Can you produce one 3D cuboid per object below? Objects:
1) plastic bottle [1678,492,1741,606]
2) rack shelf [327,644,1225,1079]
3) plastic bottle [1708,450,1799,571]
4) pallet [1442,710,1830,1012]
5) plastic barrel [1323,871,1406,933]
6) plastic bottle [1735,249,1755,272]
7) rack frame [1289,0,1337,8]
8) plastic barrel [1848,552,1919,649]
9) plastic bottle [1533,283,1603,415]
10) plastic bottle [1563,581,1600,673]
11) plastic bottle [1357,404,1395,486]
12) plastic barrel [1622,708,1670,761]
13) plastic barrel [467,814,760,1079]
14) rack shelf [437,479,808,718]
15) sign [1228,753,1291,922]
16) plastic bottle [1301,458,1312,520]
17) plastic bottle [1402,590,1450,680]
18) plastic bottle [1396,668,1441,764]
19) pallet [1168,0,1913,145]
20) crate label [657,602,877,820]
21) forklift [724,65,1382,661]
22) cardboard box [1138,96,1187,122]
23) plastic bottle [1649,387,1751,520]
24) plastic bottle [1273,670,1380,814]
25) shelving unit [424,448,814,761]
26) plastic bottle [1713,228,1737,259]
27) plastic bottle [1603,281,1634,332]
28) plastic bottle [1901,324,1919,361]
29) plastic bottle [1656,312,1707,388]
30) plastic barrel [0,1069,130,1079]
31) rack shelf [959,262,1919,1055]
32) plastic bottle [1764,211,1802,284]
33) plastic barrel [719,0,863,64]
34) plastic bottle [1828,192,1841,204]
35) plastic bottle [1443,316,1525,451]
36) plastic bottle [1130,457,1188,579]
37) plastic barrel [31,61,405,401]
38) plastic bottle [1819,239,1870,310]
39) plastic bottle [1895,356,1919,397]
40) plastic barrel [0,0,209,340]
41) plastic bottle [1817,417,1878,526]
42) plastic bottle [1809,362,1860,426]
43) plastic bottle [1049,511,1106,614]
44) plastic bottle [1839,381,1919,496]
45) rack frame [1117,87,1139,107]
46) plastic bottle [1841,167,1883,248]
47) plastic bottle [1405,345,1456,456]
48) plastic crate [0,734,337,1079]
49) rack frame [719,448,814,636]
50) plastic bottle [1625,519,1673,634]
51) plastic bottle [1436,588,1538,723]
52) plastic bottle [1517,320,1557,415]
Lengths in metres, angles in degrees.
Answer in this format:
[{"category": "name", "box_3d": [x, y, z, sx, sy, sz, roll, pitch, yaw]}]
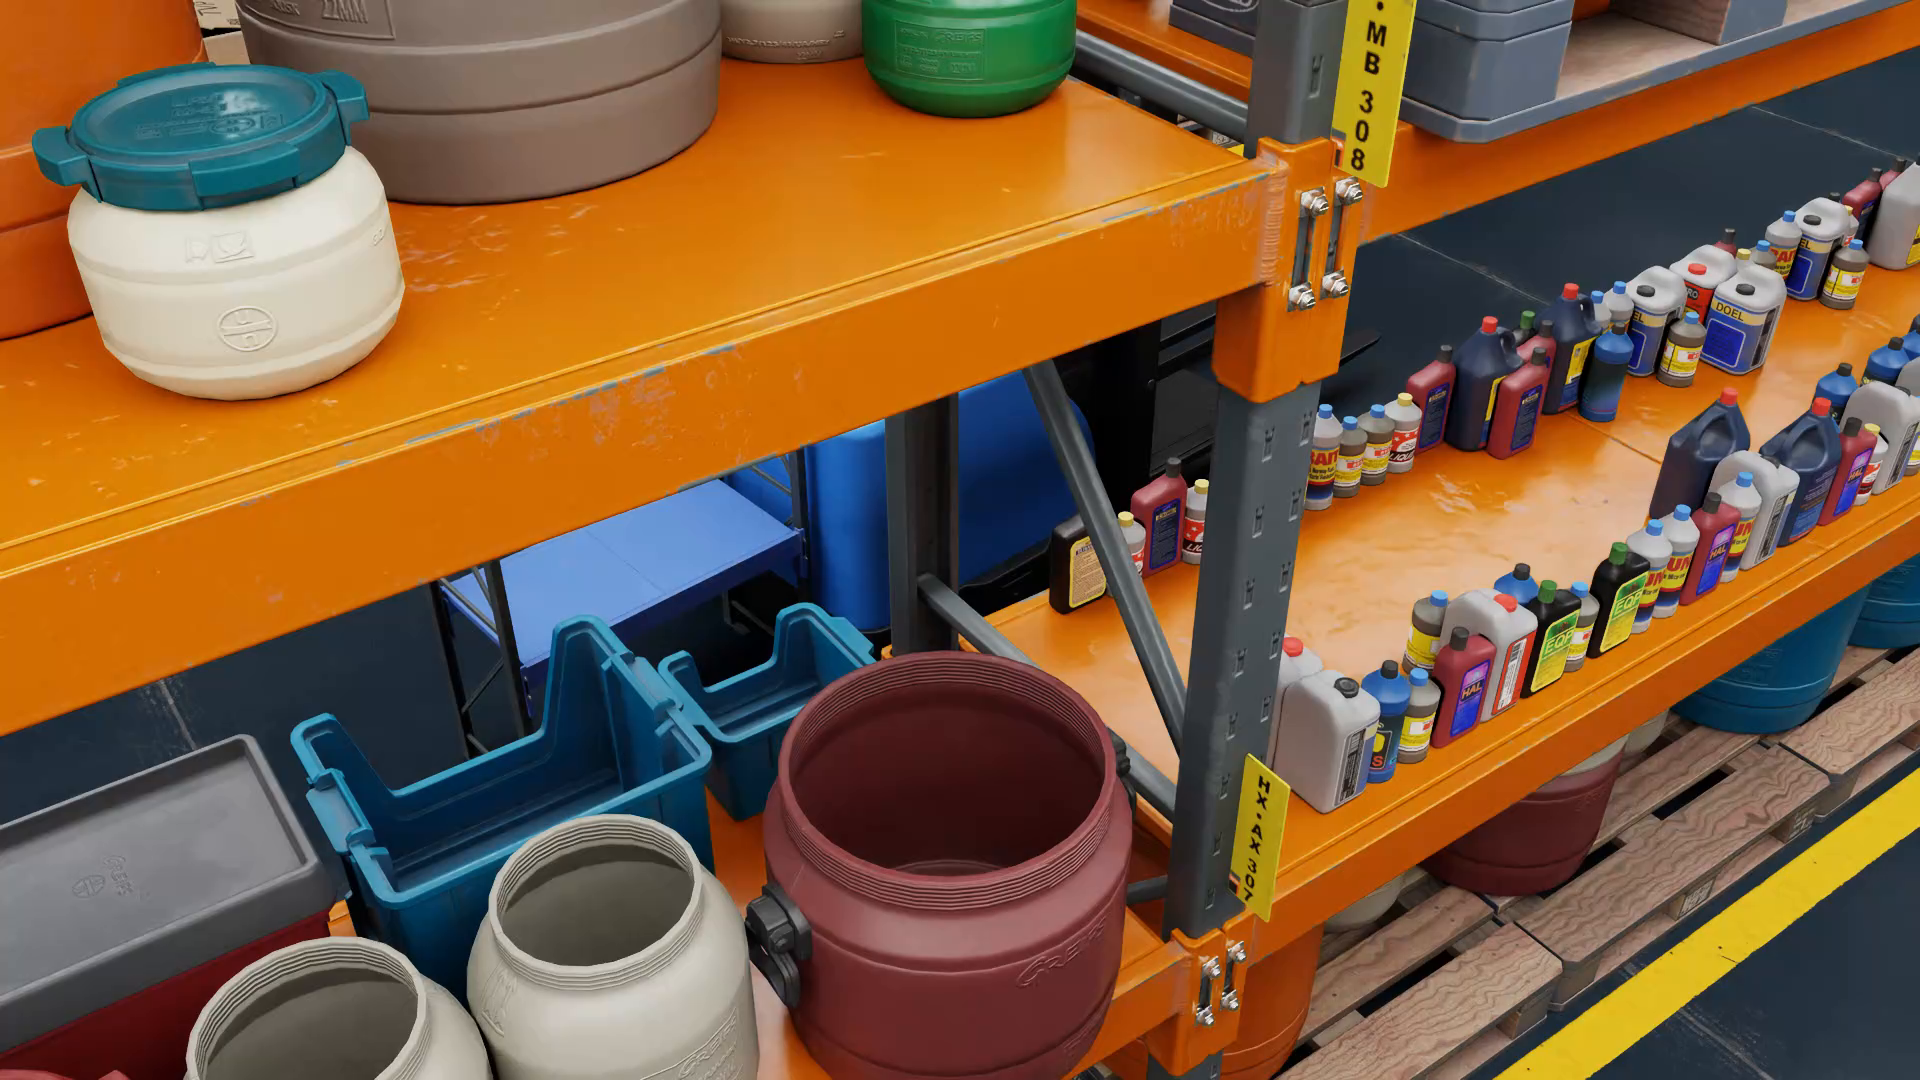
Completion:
[{"category": "plastic bottle", "box_3d": [1.695, 0.006, 3.773, 0.133, 0.283, 0.061, -22, 41, -28]}, {"category": "rack shelf", "box_3d": [-1.450, 1.281, 2.516, 4.000, 0.370, 1.077, -22, 41, -28]}, {"category": "plastic bottle", "box_3d": [1.858, -0.091, 3.914, 0.135, 0.276, 0.152, -22, 41, -28]}, {"category": "pallet", "box_3d": [1.801, 0.756, 5.019, 1.213, 0.211, 1.003, -22, 41, -28]}, {"category": "plastic barrel", "box_3d": [0.985, 0.751, 4.408, 0.421, 0.512, 0.421, 0, 36, 0]}, {"category": "plastic bottle", "box_3d": [2.288, -0.760, 4.908, 0.097, 0.201, 0.097, 0, 36, 0]}, {"category": "rack frame", "box_3d": [0.185, -2.119, 1.489, 0.127, 3.000, 1.000, -22, 41, -28]}, {"category": "plastic barrel", "box_3d": [3.000, -0.173, 5.358, 0.708, 0.901, 0.600, -22, 41, -28]}, {"category": "plastic bottle", "box_3d": [1.618, -0.528, 4.458, 0.185, 0.351, 0.144, -22, 41, -28]}, {"category": "plastic bottle", "box_3d": [1.322, 0.180, 3.602, 0.097, 0.201, 0.097, 0, 36, 0]}, {"category": "plastic bottle", "box_3d": [1.040, -0.247, 4.194, 0.097, 0.201, 0.097, 0, 36, 0]}, {"category": "plastic barrel", "box_3d": [1.908, 0.371, 4.936, 0.421, 0.512, 0.421, 0, 36, 0]}, {"category": "plastic barrel", "box_3d": [-0.533, 0.719, 2.585, 0.421, 0.512, 0.421, 0, 36, 0]}, {"category": "rack shelf", "box_3d": [-1.025, 0.125, 5.099, 1.000, 0.185, 0.538, -28, 44, -33]}, {"category": "sign", "box_3d": [0.507, 0.511, 2.831, 0.005, 0.325, 0.100, -22, 41, -28]}, {"category": "plastic bottle", "box_3d": [0.802, -0.148, 4.057, 0.097, 0.201, 0.097, 0, 36, 0]}, {"category": "plastic bottle", "box_3d": [1.016, 0.197, 3.577, 0.097, 0.201, 0.097, 0, 36, 0]}, {"category": "plastic bottle", "box_3d": [0.915, 0.347, 3.368, 0.097, 0.201, 0.097, 0, 36, 0]}, {"category": "pallet", "box_3d": [0.866, -1.035, 2.713, 1.213, 0.211, 1.003, -22, 41, -28]}, {"category": "crate label", "box_3d": [-0.376, 0.347, 3.341, 0.416, 0.233, 0.303, -22, 41, -28]}, {"category": "forklift", "box_3d": [0.461, -1.436, 5.737, 3.031, 2.935, 1.130, -28, 44, -33]}, {"category": "cardboard box", "box_3d": [1.071, -2.519, 9.110, 0.500, 0.311, 0.500, -22, 41, -28]}, {"category": "plastic bottle", "box_3d": [1.793, -0.200, 4.002, 0.185, 0.351, 0.144, -22, 41, -28]}, {"category": "plastic bottle", "box_3d": [0.724, 0.376, 3.265, 0.135, 0.276, 0.152, -22, 41, -28]}, {"category": "shelving unit", "box_3d": [-1.025, -0.021, 4.994, 1.048, 1.500, 0.538, -28, 44, -33]}, {"category": "plastic bottle", "box_3d": [2.183, -0.763, 4.842, 0.133, 0.283, 0.061, -22, 41, -28]}, {"category": "plastic bottle", "box_3d": [1.799, -0.587, 4.608, 0.097, 0.271, 0.097, 0, 36, 0]}, {"category": "plastic bottle", "box_3d": [2.520, -0.451, 4.418, 0.097, 0.271, 0.097, 0, 36, 0]}, {"category": "plastic bottle", "box_3d": [1.997, -0.532, 4.590, 0.097, 0.201, 0.097, 0, 36, 0]}, {"category": "plastic barrel", "box_3d": [-1.223, 0.997, 2.178, 0.433, 0.535, 0.433, 0, 36, 0]}, {"category": "rack shelf", "box_3d": [1.819, -0.064, 4.386, 4.000, 0.370, 1.077, -22, 41, -28]}, {"category": "plastic bottle", "box_3d": [2.447, -0.854, 4.978, 0.097, 0.271, 0.097, 0, 36, 0]}, {"category": "plastic barrel", "box_3d": [-0.246, -0.988, 2.390, 0.421, 0.512, 0.421, 0, 36, 0]}, {"category": "plastic bottle", "box_3d": [2.636, -0.932, 5.087, 0.097, 0.271, 0.097, 0, 36, 0]}, {"category": "plastic bottle", "box_3d": [1.358, -0.421, 4.309, 0.185, 0.351, 0.144, -22, 41, -28]}, {"category": "plastic bottle", "box_3d": [0.458, -0.053, 3.855, 0.133, 0.283, 0.061, -22, 41, -28]}, {"category": "plastic barrel", "box_3d": [-0.720, -0.306, 1.656, 0.301, 0.262, 0.301, 0, 36, 0]}, {"category": "plastic bottle", "box_3d": [2.644, -0.798, 4.961, 0.097, 0.201, 0.097, 0, 36, 0]}, {"category": "plastic bottle", "box_3d": [2.497, -0.354, 4.279, 0.135, 0.276, 0.152, -22, 41, -28]}, {"category": "plastic barrel", "box_3d": [-1.146, -0.683, 1.694, 0.708, 0.830, 0.600, -22, 41, -28]}, {"category": "plastic bottle", "box_3d": [2.145, -0.179, 4.030, 0.133, 0.283, 0.061, -22, 41, -28]}, {"category": "plastic bottle", "box_3d": [2.221, -0.327, 4.246, 0.097, 0.271, 0.097, 0, 36, 0]}, {"category": "plastic bottle", "box_3d": [0.269, 0.024, 3.747, 0.133, 0.283, 0.061, -22, 41, -28]}, {"category": "plastic bottle", "box_3d": [2.308, -0.276, 4.171, 0.135, 0.276, 0.152, -22, 41, -28]}, {"category": "rack frame", "box_3d": [0.604, -3.394, 8.400, 0.127, 3.000, 1.000, -22, 41, -28]}, {"category": "plastic bottle", "box_3d": [2.800, -1.017, 5.195, 0.133, 0.283, 0.061, -22, 41, -28]}, {"category": "plastic bottle", "box_3d": [1.204, -0.360, 4.282, 0.133, 0.283, 0.061, -22, 41, -28]}, {"category": "plastic crate", "box_3d": [-1.313, 0.688, 2.669, 0.583, 0.464, 0.402, -22, 41, -28]}, {"category": "rack frame", "box_3d": [-0.649, -0.221, 5.273, 0.032, 1.500, 0.500, -28, 44, -33]}, {"category": "plastic bottle", "box_3d": [1.511, 0.073, 3.689, 0.097, 0.271, 0.097, 0, 36, 0]}, {"category": "plastic bottle", "box_3d": [1.103, 0.220, 3.481, 0.135, 0.276, 0.152, -22, 41, -28]}, {"category": "plastic bottle", "box_3d": [1.499, -0.438, 4.390, 0.133, 0.283, 0.061, -22, 41, -28]}]
